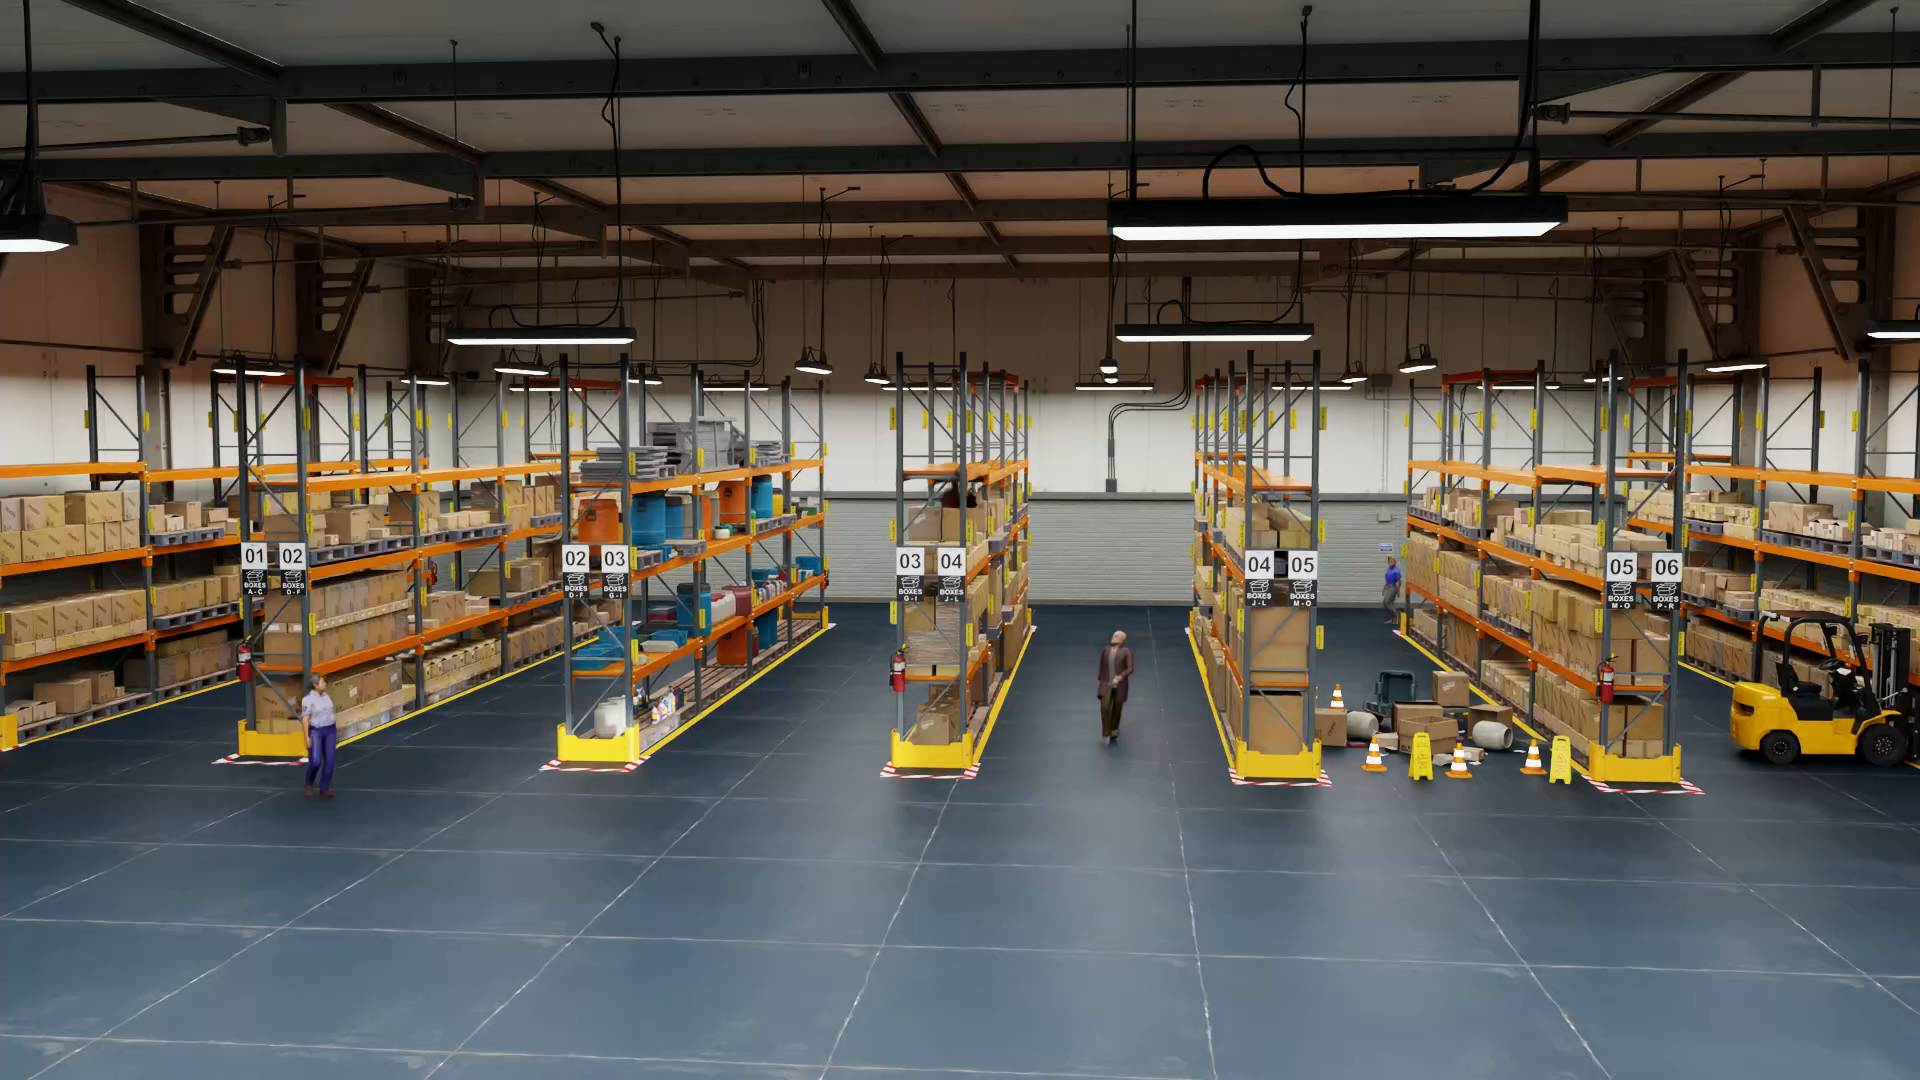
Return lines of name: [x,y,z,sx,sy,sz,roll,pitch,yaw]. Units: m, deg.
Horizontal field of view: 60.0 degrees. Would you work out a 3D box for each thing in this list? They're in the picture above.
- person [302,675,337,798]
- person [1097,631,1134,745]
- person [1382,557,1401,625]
person: [-8.475,2.600,22.011,0.458,1.632,0.468,4,6,45]
person: [2.438,2.326,26.101,0.568,1.807,0.954,0,4,6]
person: [10.620,1.253,40.978,0.445,1.659,0.416,0,4,-1]
